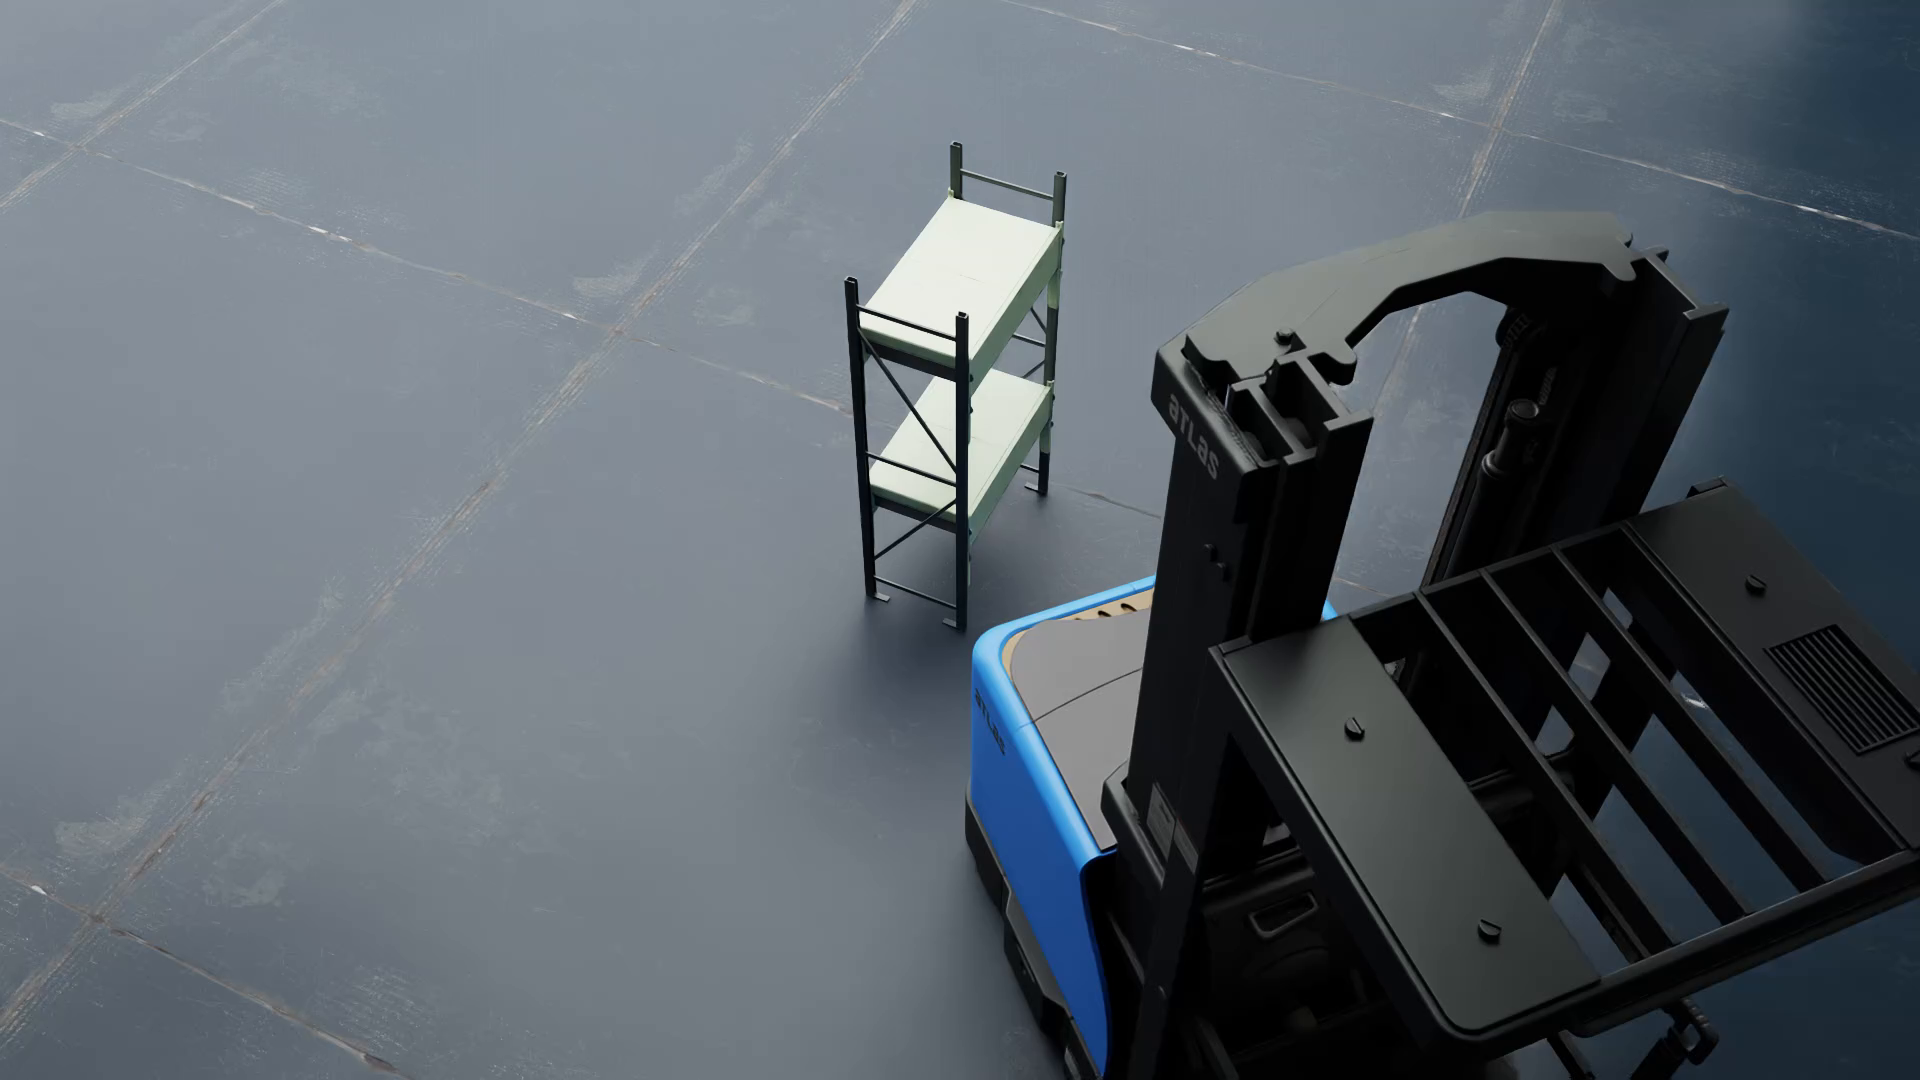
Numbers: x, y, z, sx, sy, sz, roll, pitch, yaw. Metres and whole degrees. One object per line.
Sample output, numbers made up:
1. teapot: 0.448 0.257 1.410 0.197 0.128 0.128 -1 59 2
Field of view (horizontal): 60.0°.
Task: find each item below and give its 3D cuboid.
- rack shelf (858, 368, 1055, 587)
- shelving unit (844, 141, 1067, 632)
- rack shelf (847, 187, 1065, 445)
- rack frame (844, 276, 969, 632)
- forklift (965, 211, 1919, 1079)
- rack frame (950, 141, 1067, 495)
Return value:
1. rack shelf: -0.003 -0.270 5.923 0.431 0.370 0.720 20 52 16
2. shelving unit: -0.003 -0.481 5.675 0.431 1.500 0.755 20 52 16
3. rack shelf: -0.003 -0.734 5.378 0.431 0.370 0.720 20 52 16
4. rack frame: -0.159 -0.229 5.460 0.400 1.500 0.023 20 52 16
5. forklift: 1.037 0.912 3.550 1.130 2.935 3.031 -17 52 -14
6. rack frame: 0.154 -0.733 5.889 0.400 1.500 0.023 20 52 16
